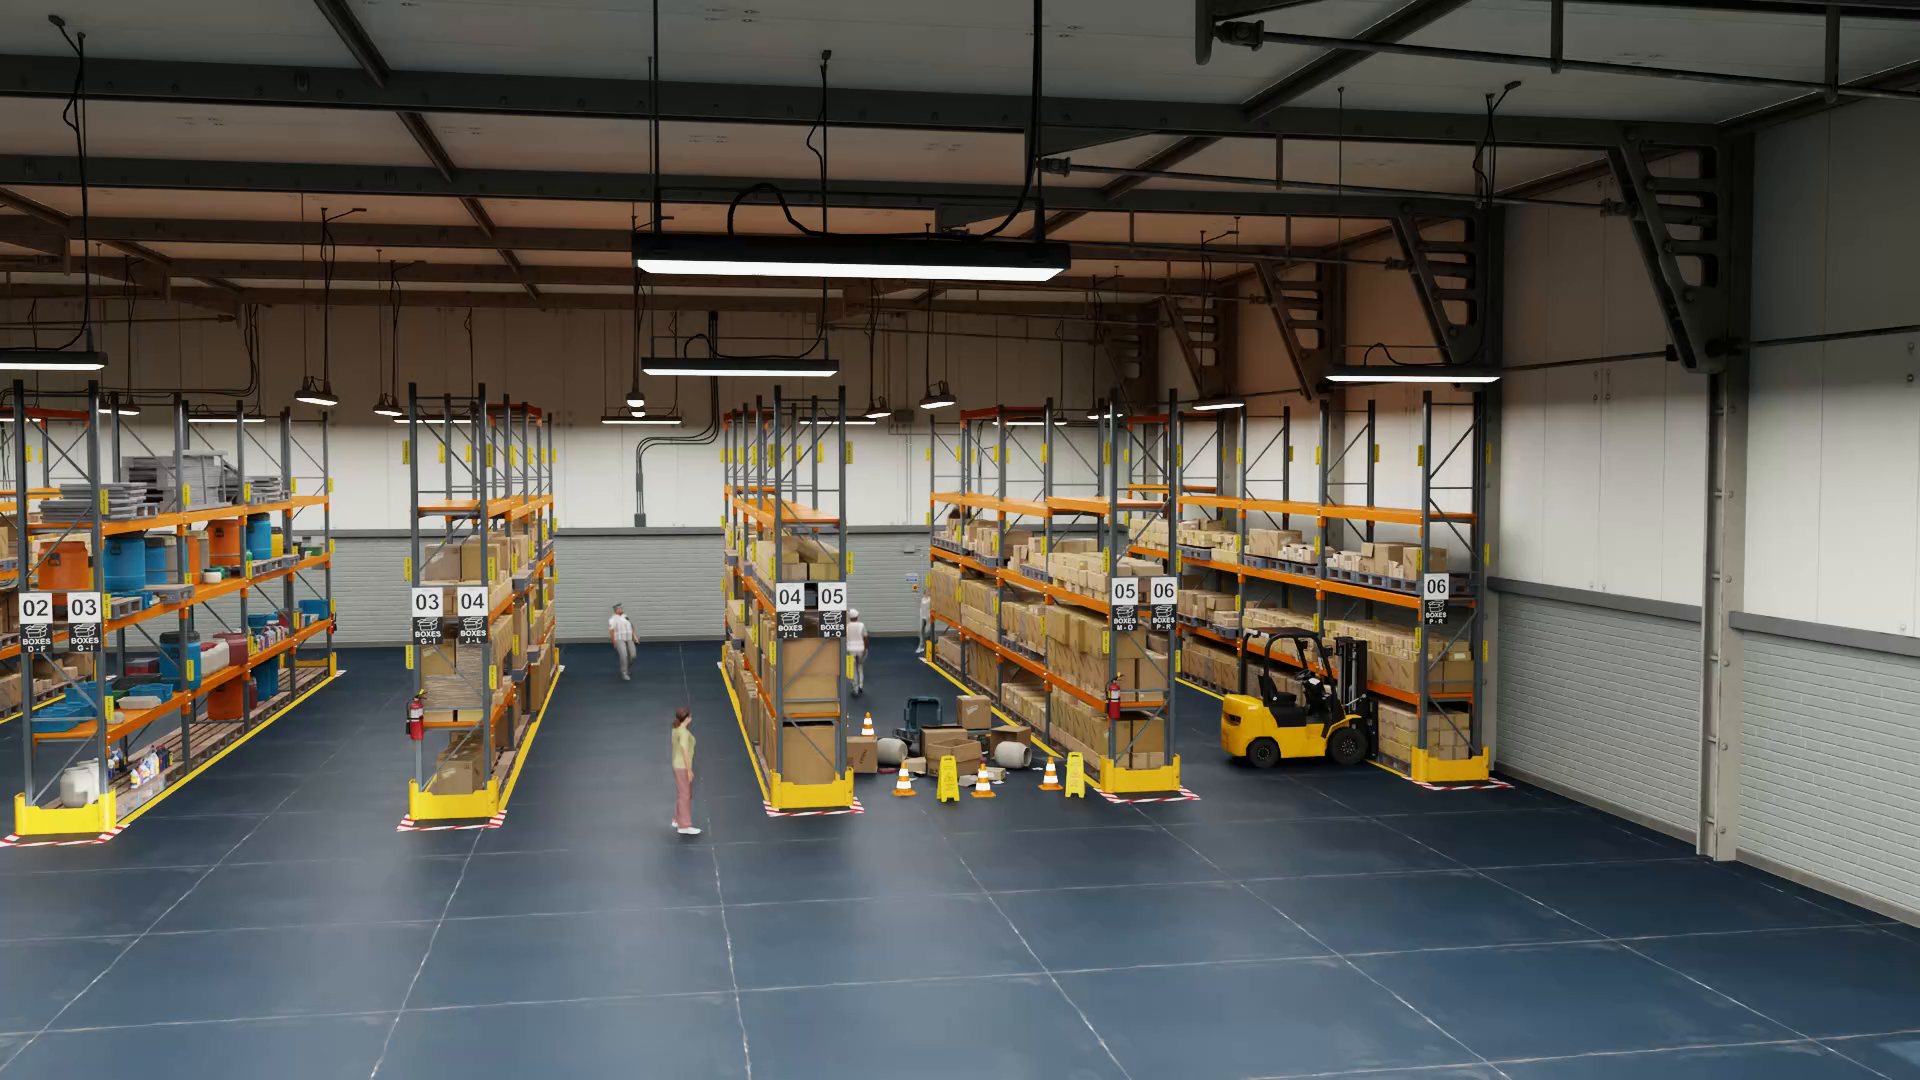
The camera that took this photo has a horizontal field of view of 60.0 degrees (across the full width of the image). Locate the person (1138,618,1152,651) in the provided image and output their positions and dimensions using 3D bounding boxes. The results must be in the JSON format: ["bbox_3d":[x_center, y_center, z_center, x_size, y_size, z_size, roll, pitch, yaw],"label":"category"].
[{"bbox_3d":[3.563,2.445,33.491,0.572,1.745,0.689,-1,3,-19],"label":"person"}]

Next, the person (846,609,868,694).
[{"bbox_3d":[-2.242,2.344,34.908,0.523,1.817,0.645,-1,3,-18],"label":"person"}]

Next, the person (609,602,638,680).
[{"bbox_3d":[-7.561,2.275,37.506,0.608,1.730,0.686,-2,4,-40],"label":"person"}]

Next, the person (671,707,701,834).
[{"bbox_3d":[-3.661,3.135,22.115,0.356,1.633,0.533,-1,3,-20],"label":"person"}]

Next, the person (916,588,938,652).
[{"bbox_3d":[-0.819,1.997,41.570,0.506,1.607,0.564,3,4,42],"label":"person"}]
